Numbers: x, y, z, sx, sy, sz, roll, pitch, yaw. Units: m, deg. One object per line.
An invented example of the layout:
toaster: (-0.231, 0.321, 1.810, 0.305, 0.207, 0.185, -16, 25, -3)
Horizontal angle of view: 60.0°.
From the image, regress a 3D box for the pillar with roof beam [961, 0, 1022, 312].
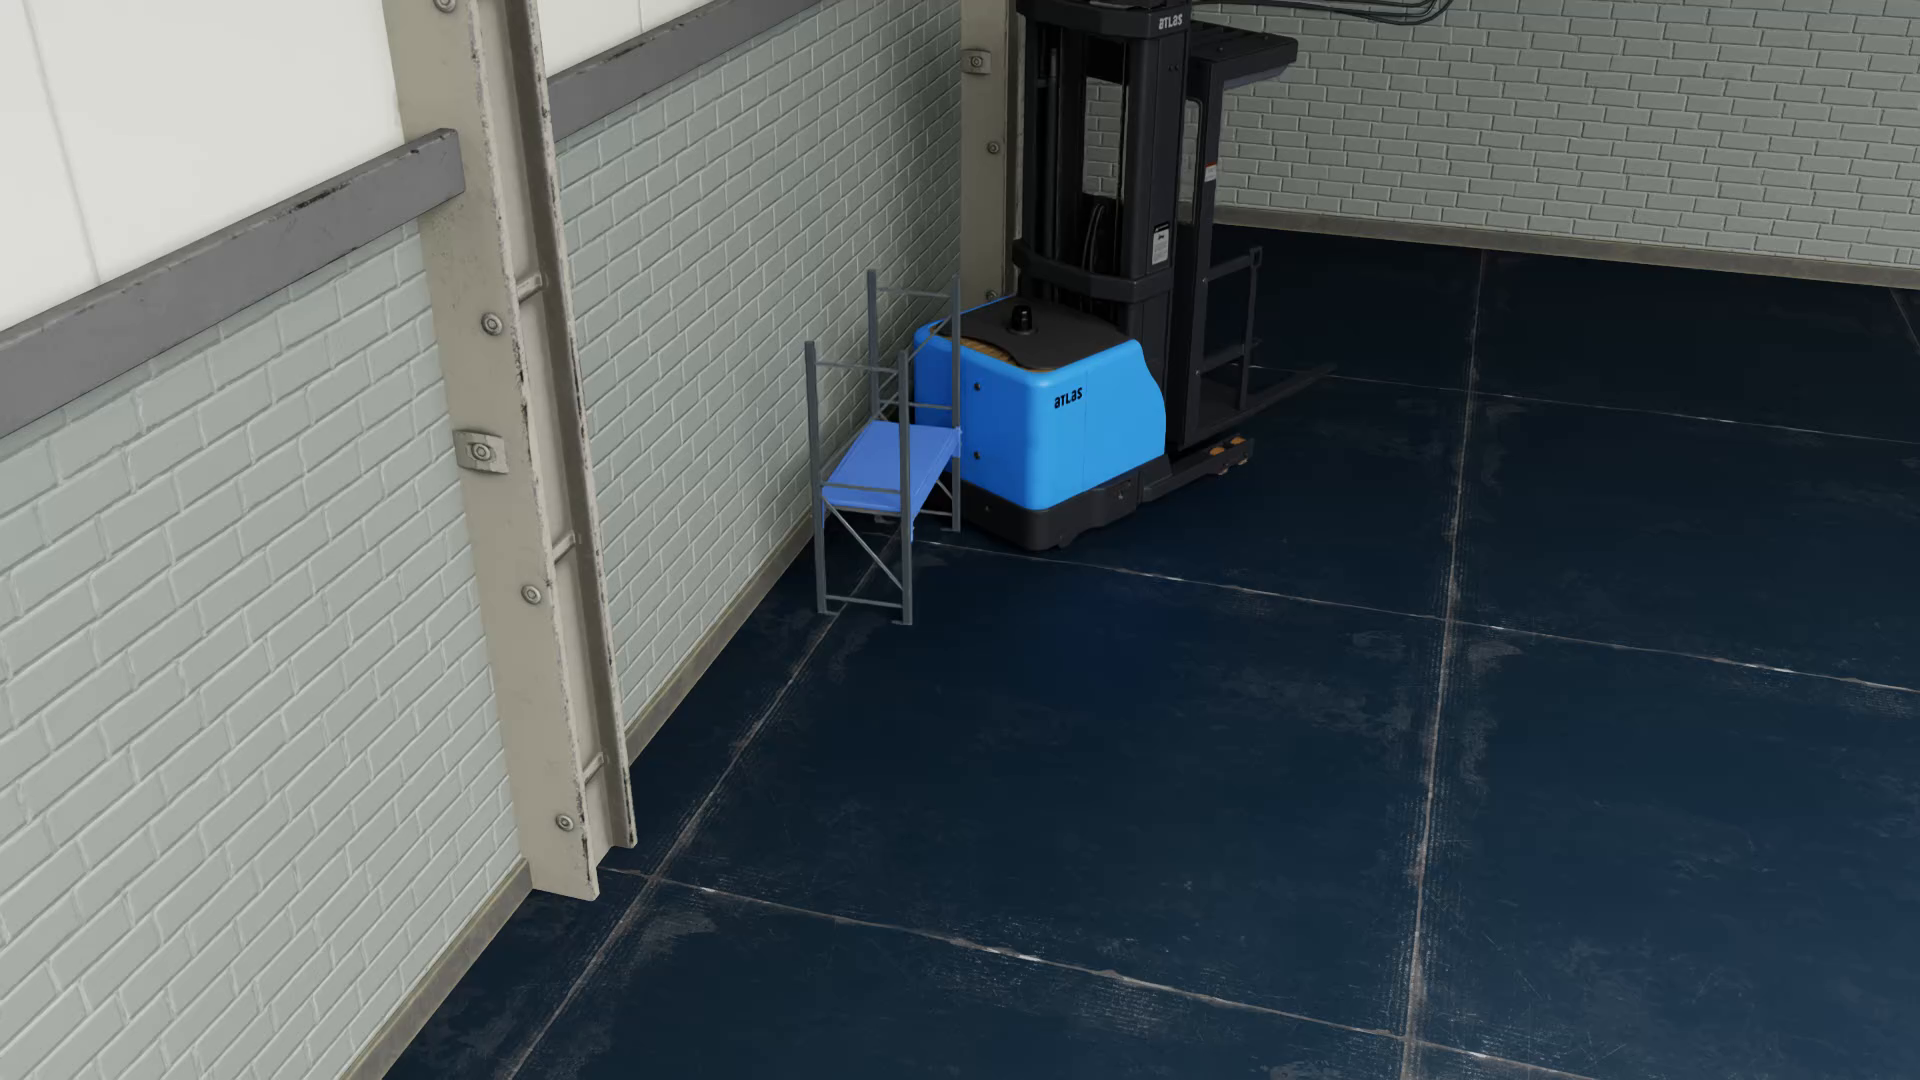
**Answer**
pillar with roof beam: (4.321, -4.775, 8.577, 9.100, 9.000, 0.400, 8, 30, 15)

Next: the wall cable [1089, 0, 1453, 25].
wall cable: (2.334, -5.213, 12.558, 3.097, 2.526, 0.112, 8, 30, 15)

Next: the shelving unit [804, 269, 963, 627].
shelving unit: (-0.365, -0.491, 8.590, 0.538, 1.500, 1.048, 7, 30, 12)

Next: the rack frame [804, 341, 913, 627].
rack frame: (-0.488, -0.251, 8.159, 0.500, 1.500, 0.032, 7, 30, 12)

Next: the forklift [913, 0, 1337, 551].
forklift: (1.138, -1.833, 9.529, 3.031, 2.935, 1.130, -25, 38, -37)

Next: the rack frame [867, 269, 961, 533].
rack frame: (-0.242, -0.731, 9.021, 0.500, 1.500, 0.032, 7, 30, 12)

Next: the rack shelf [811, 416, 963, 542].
rack shelf: (-0.365, -0.334, 8.678, 0.538, 0.185, 1.000, 7, 30, 12)

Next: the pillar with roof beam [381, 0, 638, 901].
pillar with roof beam: (2.560, -1.987, 3.564, 9.100, 9.000, 0.400, 8, 30, 15)
